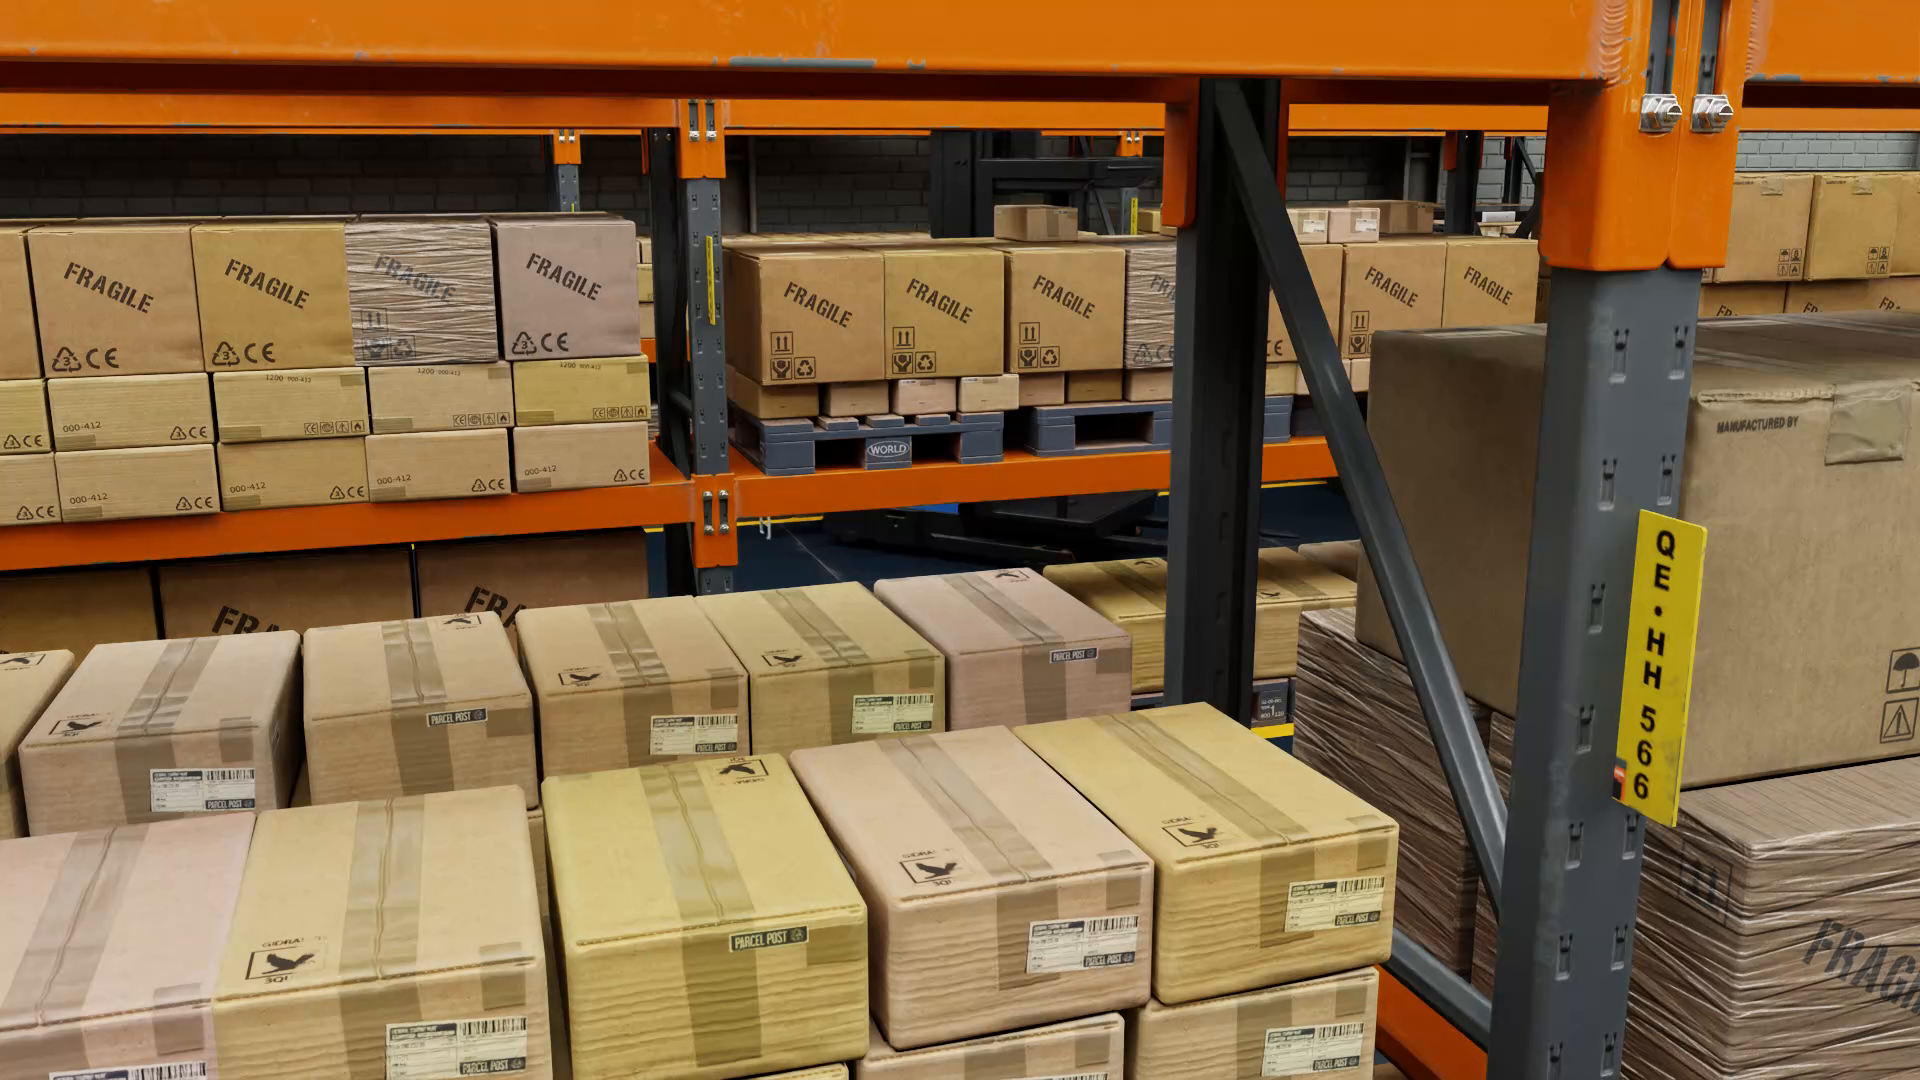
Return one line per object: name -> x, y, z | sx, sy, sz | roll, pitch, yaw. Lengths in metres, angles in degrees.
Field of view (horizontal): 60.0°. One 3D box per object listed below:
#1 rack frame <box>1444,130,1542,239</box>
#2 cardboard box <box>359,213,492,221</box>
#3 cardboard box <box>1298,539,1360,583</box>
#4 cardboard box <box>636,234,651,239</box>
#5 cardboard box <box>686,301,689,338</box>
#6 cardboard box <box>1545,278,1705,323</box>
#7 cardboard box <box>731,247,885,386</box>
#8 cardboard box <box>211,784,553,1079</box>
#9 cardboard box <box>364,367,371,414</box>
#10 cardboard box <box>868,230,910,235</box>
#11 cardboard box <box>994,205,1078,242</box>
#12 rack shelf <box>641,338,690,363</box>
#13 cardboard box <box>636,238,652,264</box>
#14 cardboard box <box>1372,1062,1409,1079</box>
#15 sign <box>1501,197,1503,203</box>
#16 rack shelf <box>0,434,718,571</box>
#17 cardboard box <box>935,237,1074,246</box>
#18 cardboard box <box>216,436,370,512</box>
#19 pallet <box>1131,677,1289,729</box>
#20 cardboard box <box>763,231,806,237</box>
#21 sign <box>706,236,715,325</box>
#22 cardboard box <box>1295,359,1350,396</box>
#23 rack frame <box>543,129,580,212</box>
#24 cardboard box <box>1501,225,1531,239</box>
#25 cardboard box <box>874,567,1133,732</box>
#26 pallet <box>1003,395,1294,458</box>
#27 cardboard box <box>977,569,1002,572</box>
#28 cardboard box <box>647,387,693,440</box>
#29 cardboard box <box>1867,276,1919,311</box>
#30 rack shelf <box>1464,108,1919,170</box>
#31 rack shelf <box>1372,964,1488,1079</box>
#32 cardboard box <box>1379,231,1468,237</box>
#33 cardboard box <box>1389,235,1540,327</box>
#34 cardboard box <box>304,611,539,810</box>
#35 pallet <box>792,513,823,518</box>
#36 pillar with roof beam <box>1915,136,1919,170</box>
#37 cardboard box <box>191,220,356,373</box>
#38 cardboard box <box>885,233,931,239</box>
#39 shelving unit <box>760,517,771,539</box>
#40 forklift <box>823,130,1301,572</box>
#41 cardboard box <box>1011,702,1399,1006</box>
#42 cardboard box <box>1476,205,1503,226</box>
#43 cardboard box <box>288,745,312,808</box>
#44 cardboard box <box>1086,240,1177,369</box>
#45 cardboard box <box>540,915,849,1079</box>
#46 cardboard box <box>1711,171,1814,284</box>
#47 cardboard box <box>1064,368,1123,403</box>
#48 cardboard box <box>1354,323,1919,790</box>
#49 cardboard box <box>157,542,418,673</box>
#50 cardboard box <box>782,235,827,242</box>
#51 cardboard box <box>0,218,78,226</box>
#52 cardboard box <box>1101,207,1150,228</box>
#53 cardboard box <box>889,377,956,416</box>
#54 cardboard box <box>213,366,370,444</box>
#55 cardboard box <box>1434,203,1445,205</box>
rack frame -> 2.671, -0.831, 8.156 | 0.127, 3.000, 1.000 | -4, 14, -18
cardboard box -> -2.133, -1.050, 6.697 | 0.500, 0.500, 0.500 | -4, 14, -18
cardboard box -> 2.174, 0.282, 8.247 | 0.625, 0.372, 0.950 | -4, 14, -17
cardboard box -> -2.251, -2.101, 11.876 | 0.250, 0.149, 0.380 | -4, 14, -17
cardboard box -> -1.730, -1.567, 11.572 | 0.500, 0.250, 0.500 | -5, 14, -19
cardboard box -> 3.176, -0.996, 7.990 | 0.500, 0.500, 0.500 | -4, 14, -18
cardboard box -> -0.620, -0.916, 6.747 | 0.500, 0.500, 0.500 | -5, 14, -20
cardboard box -> -0.503, 0.365, 1.476 | 0.250, 0.149, 0.380 | -4, 14, -16
cardboard box -> -2.170, -0.685, 6.786 | 0.500, 0.250, 0.500 | -4, 14, -17
cardboard box -> -0.543, -2.223, 12.387 | 0.250, 0.149, 0.380 | -5, 14, -18
cardboard box -> 0.340, -1.432, 7.513 | 0.250, 0.149, 0.380 | -5, 14, -21
rack shelf -> -0.812, -1.422, 12.194 | 4.000, 0.370, 1.077 | -4, 14, -18
cardboard box -> -2.059, -1.968, 11.315 | 0.250, 0.149, 0.380 | -4, 14, -17
cardboard box -> 1.160, 1.407, 2.700 | 0.750, 0.750, 1.050 | -5, 14, -19
sign -> 4.704, -2.797, 14.377 | 0.005, 0.325, 0.100 | -4, 14, -18
rack shelf -> -3.016, -0.039, 6.378 | 4.000, 0.370, 1.077 | -4, 14, -18
cardboard box -> 0.186, -1.106, 7.546 | 0.500, 0.500, 0.500 | -5, 14, -22
cardboard box -> -2.479, -0.294, 6.222 | 0.500, 0.250, 0.500 | -5, 14, -19
pallet -> 0.775, 0.674, 7.854 | 1.213, 0.211, 1.003 | -4, 14, -18
cardboard box -> -1.293, -2.179, 12.204 | 0.250, 0.149, 0.380 | -5, 14, -19
sign -> -0.940, -0.978, 6.270 | 0.005, 0.325, 0.100 | -4, 14, -18
cardboard box -> 1.542, -0.753, 7.461 | 0.250, 0.149, 0.380 | -4, 14, -18
rack frame -> -2.707, -1.625, 11.491 | 0.127, 3.000, 1.000 | -4, 14, -18
cardboard box -> 4.403, -2.467, 13.414 | 0.250, 0.149, 0.380 | -4, 14, -17
cardboard box -> 0.050, 0.162, 2.328 | 0.250, 0.149, 0.380 | -4, 14, -18
pallet -> 0.743, -0.598, 7.589 | 1.213, 0.211, 1.003 | -4, 14, -18
cardboard box -> 0.115, 0.442, 7.573 | 0.625, 0.372, 0.950 | -5, 14, -19
cardboard box -> -2.112, -0.717, 11.898 | 0.625, 0.625, 0.875 | -4, 14, -16
cardboard box -> 4.597, -1.114, 8.486 | 0.500, 0.500, 0.500 | -4, 14, -17
rack shelf -> 4.566, -2.088, 8.513 | 4.000, 0.370, 1.077 | -4, 14, -18
rack shelf -> 2.449, 0.744, 3.086 | 4.000, 0.370, 1.077 | -4, 14, -18
cardboard box -> 2.135, -1.257, 8.180 | 0.500, 0.500, 0.500 | -4, 14, -17
cardboard box -> 2.306, -1.145, 7.707 | 0.500, 0.500, 0.500 | -5, 14, -19
cardboard box -> -0.685, 0.219, 2.090 | 0.250, 0.149, 0.380 | -5, 14, -20
pallet -> -0.760, -0.409, 12.408 | 1.213, 0.211, 1.003 | -4, 14, -18
pillar with roof beam -> 10.987, -4.779, 11.786 | 0.400, 9.000, 9.100 | -4, 14, -18
cardboard box -> -2.484, -0.901, 6.071 | 0.500, 0.500, 0.500 | -4, 14, -18
cardboard box -> -0.371, -2.109, 11.911 | 0.250, 0.149, 0.380 | -4, 14, -18
shelving unit -> -1.090, -0.634, 11.215 | 0.503, 1.200, 0.258 | -5, 14, -20
forklift -> 0.631, -1.341, 10.446 | 3.031, 2.935, 1.130 | 7, 15, 28
cardboard box -> 0.236, 0.307, 1.719 | 0.250, 0.149, 0.380 | -5, 14, -20
cardboard box -> 4.139, -2.601, 13.335 | 0.250, 0.149, 0.380 | -4, 14, -17
cardboard box -> -0.715, 0.366, 2.113 | 0.250, 0.149, 0.380 | -4, 14, -18
cardboard box -> 0.849, -1.032, 7.234 | 0.500, 0.500, 0.500 | -5, 14, -20
cardboard box -> -0.270, 0.492, 1.587 | 0.250, 0.149, 0.380 | -4, 14, -17
cardboard box -> 3.648, -1.529, 8.069 | 0.500, 0.500, 0.700 | -4, 14, -18
cardboard box -> 0.526, -0.705, 7.261 | 0.250, 0.149, 0.380 | -4, 14, -16
cardboard box -> 0.983, -0.024, 2.385 | 0.500, 0.500, 0.700 | -5, 14, -18
cardboard box -> -2.648, 0.391, 6.702 | 0.875, 0.875, 0.875 | -4, 14, -17
cardboard box -> -1.091, -2.045, 11.641 | 0.250, 0.149, 0.380 | -4, 14, -17
cardboard box -> -3.594, -0.937, 6.223 | 0.500, 0.500, 0.500 | -4, 14, -16
cardboard box -> 1.290, -2.519, 12.988 | 0.250, 0.149, 0.380 | -4, 14, -18
cardboard box -> -0.201, -0.625, 6.924 | 0.250, 0.149, 0.380 | -5, 14, -22
cardboard box -> -2.462, -0.534, 6.150 | 0.500, 0.250, 0.500 | -5, 14, -20
cardboard box -> 3.984, -2.712, 13.800 | 0.250, 0.149, 0.380 | -4, 14, -17
